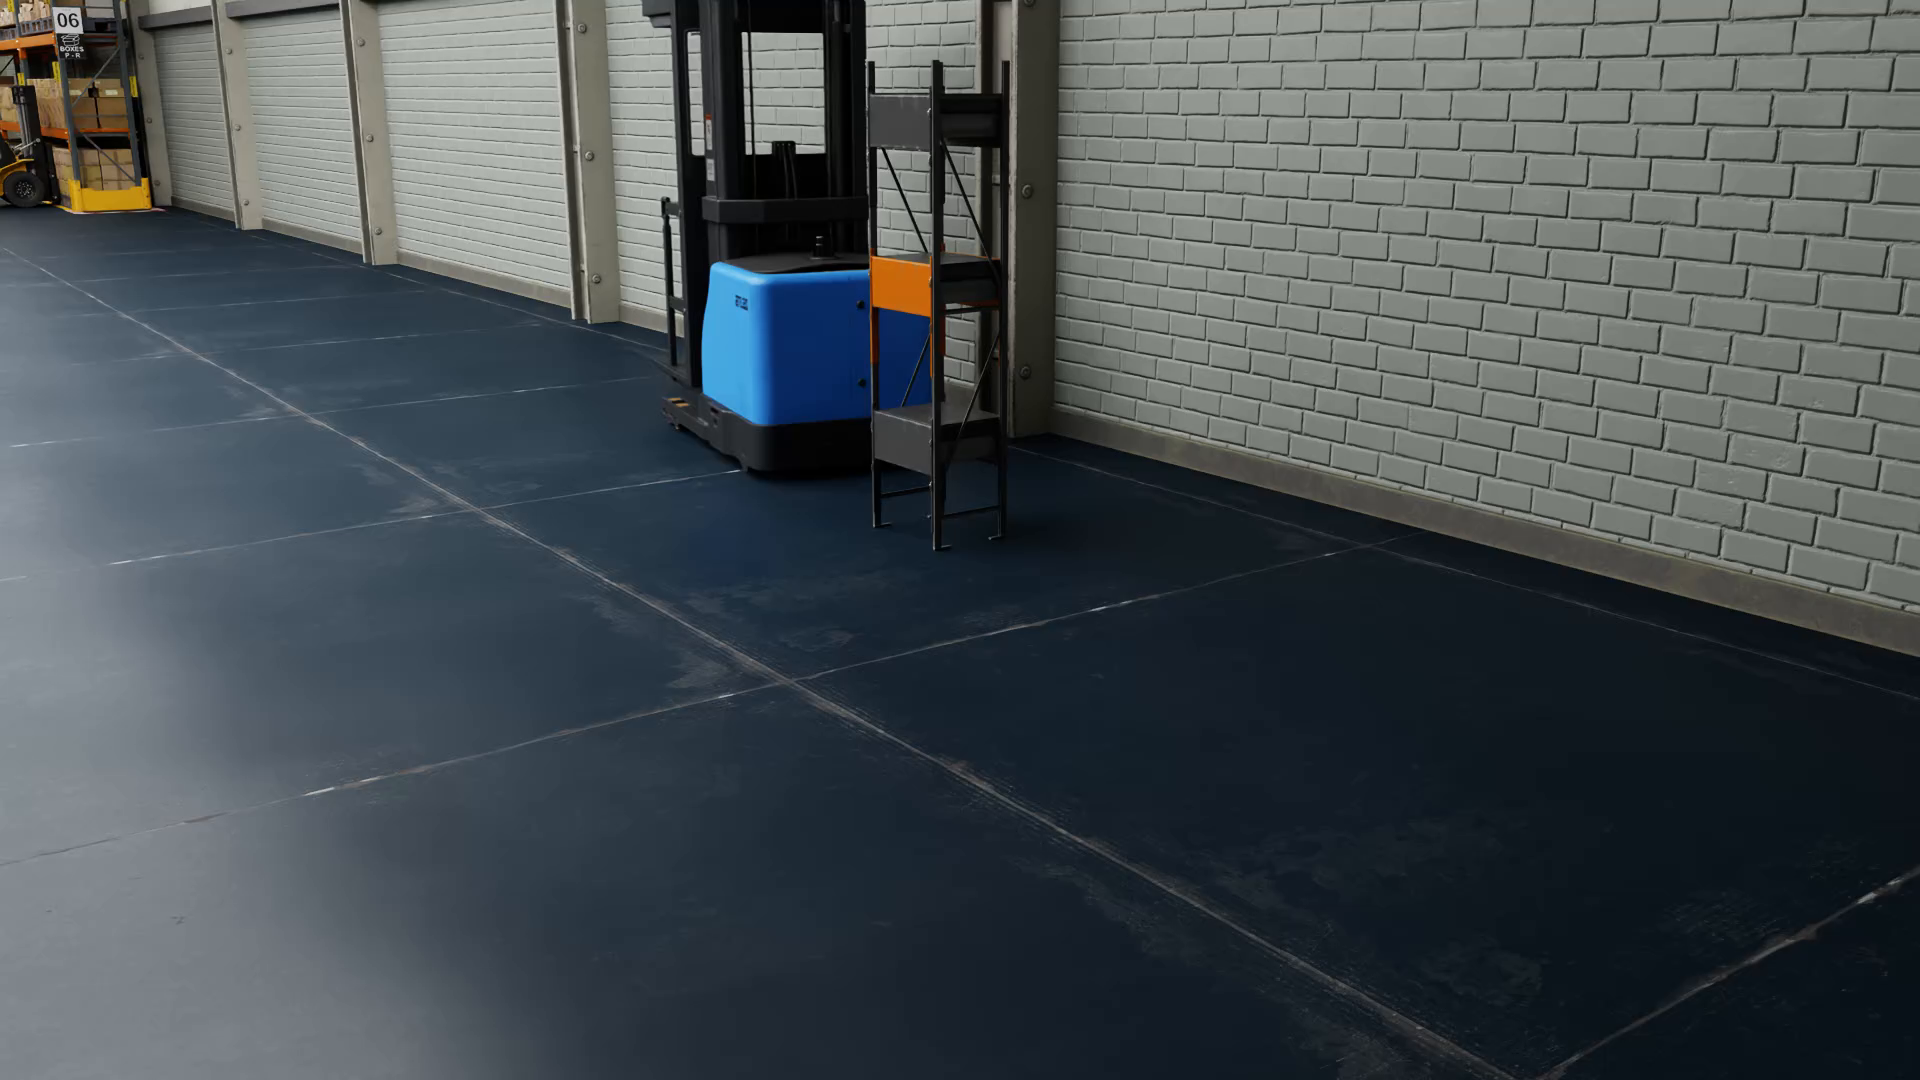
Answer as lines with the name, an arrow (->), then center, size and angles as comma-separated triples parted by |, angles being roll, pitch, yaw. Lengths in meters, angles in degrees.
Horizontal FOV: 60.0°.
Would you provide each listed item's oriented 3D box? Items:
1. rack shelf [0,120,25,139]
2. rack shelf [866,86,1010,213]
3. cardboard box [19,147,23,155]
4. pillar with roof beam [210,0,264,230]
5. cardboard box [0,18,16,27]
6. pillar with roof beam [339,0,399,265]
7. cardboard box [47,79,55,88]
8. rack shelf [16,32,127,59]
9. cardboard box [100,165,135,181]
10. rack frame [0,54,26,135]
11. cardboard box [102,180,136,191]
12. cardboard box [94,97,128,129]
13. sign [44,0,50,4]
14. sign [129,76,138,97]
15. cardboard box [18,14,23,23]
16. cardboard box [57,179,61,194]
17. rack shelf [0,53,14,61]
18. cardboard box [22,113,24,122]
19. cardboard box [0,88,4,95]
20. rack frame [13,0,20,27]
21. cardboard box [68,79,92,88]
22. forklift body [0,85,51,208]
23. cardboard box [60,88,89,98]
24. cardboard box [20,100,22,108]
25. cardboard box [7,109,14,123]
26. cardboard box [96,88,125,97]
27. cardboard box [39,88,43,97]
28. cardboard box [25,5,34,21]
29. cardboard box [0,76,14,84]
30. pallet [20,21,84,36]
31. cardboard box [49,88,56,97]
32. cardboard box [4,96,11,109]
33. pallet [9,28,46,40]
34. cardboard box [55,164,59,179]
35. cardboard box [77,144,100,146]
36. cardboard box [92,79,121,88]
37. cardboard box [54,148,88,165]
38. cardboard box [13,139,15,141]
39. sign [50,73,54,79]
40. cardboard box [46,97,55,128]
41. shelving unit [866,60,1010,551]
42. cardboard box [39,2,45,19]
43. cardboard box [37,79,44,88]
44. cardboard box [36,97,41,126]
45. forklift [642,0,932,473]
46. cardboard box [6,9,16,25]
rack shelf -> -17.635, -7.882, 32.055 | 1.077, 0.370, 4.000 | -11, 19, -35
rack shelf -> -0.097, -1.710, 7.247 | 0.431, 0.518, 0.480 | -11, 19, -35
cardboard box -> -17.668, -7.296, 32.254 | 0.875, 0.625, 0.625 | -12, 19, -37
pillar with roof beam -> -13.742, -8.181, 20.419 | 9.100, 9.000, 0.400 | -11, 19, -35
cardboard box -> -17.804, -9.731, 31.256 | 0.380, 0.149, 0.250 | -11, 19, -35
pillar with roof beam -> -10.214, -6.899, 15.738 | 9.100, 9.000, 0.400 | -11, 19, -35
cardboard box -> -15.163, -7.699, 28.041 | 0.380, 0.149, 0.250 | -10, 18, -33
rack shelf -> -15.283, -8.475, 28.538 | 1.077, 0.370, 4.000 | -11, 19, -35
cardboard box -> -14.215, -6.198, 28.005 | 0.500, 0.250, 0.500 | -10, 18, -34
rack frame -> -21.163, -9.510, 36.641 | 1.000, 3.000, 0.127 | -11, 19, -35
cardboard box -> -14.238, -5.959, 28.081 | 0.500, 0.250, 0.500 | -11, 19, -34
cardboard box -> -14.174, -7.145, 27.810 | 0.500, 0.500, 0.500 | -10, 18, -33
sign -> -14.554, -8.702, 26.480 | 0.100, 0.325, 0.005 | -11, 19, -35
sign -> -13.654, -7.488, 27.464 | 0.100, 0.325, 0.005 | -11, 19, -35
cardboard box -> -16.441, -9.235, 29.446 | 0.380, 0.149, 0.250 | -10, 18, -33
cardboard box -> -15.210, -6.091, 28.563 | 0.500, 0.250, 0.500 | -11, 19, -34
rack shelf -> -22.339, -11.037, 37.901 | 1.077, 0.370, 4.000 | -11, 19, -35
cardboard box -> -17.267, -7.903, 31.053 | 0.500, 0.250, 0.500 | -11, 19, -35
cardboard box -> -18.704, -8.847, 32.798 | 0.380, 0.149, 0.250 | -10, 18, -33
rack frame -> -16.459, -10.696, 29.608 | 1.000, 3.000, 0.127 | -11, 19, -35
cardboard box -> -14.488, -7.496, 27.301 | 0.380, 0.149, 0.250 | -11, 19, -34
forklift body -> -16.698, -6.660, 27.836 | 2.313, 2.155, 1.214 | -11, 19, -35
cardboard box -> -14.537, -7.339, 27.292 | 0.380, 0.149, 0.250 | -11, 19, -34
cardboard box -> -17.263, -8.145, 30.989 | 0.500, 0.250, 0.500 | -11, 19, -36
cardboard box -> -18.147, -8.234, 32.262 | 0.500, 0.250, 0.500 | -12, 19, -36
cardboard box -> -14.097, -7.422, 27.592 | 0.380, 0.149, 0.250 | -11, 19, -36
cardboard box -> -15.755, -7.776, 28.888 | 0.380, 0.149, 0.250 | -12, 19, -36
cardboard box -> -15.832, -9.071, 28.623 | 0.396, 0.266, 0.258 | -11, 19, -36
cardboard box -> -21.823, -10.302, 37.836 | 0.500, 0.500, 0.500 | -11, 19, -36
pallet -> -15.936, -9.028, 29.365 | 1.003, 0.211, 1.213 | -11, 19, -35
cardboard box -> -15.146, -7.559, 28.093 | 0.380, 0.149, 0.250 | -12, 19, -36
cardboard box -> -18.161, -8.471, 32.180 | 0.500, 0.250, 0.500 | -11, 19, -36
pallet -> -16.988, -9.343, 30.710 | 0.805, 0.209, 1.217 | -12, 19, -37
cardboard box -> -15.253, -6.336, 28.511 | 0.500, 0.250, 0.500 | -11, 19, -36
cardboard box -> -15.703, -6.980, 29.914 | 0.500, 0.250, 0.500 | -11, 19, -35
cardboard box -> -14.132, -7.557, 27.524 | 0.380, 0.149, 0.250 | -11, 19, -36
cardboard box -> -14.935, -6.464, 28.032 | 0.500, 0.250, 0.500 | -10, 18, -34
cardboard box -> -20.554, -8.731, 36.504 | 0.380, 0.149, 0.250 | -11, 19, -35
sign -> -18.364, -9.301, 33.685 | 0.100, 0.325, 0.005 | -11, 19, -35
cardboard box -> -15.208, -7.282, 28.310 | 0.500, 0.500, 0.500 | -11, 19, -36
shelving unit -> -0.097, -1.048, 7.428 | 0.431, 2.100, 0.503 | -11, 19, -35
cardboard box -> -14.989, -8.765, 27.504 | 0.396, 0.266, 0.258 | -11, 19, -34
cardboard box -> -15.885, -7.975, 29.052 | 0.380, 0.149, 0.250 | -11, 19, -35
cardboard box -> -16.089, -7.606, 29.495 | 0.500, 0.500, 0.500 | -10, 18, -34
forklift -> -1.177, -2.113, 9.742 | 1.130, 2.935, 3.031 | -7, 17, -23
cardboard box -> -17.081, -9.573, 30.373 | 0.500, 0.311, 0.500 | -12, 19, -36
